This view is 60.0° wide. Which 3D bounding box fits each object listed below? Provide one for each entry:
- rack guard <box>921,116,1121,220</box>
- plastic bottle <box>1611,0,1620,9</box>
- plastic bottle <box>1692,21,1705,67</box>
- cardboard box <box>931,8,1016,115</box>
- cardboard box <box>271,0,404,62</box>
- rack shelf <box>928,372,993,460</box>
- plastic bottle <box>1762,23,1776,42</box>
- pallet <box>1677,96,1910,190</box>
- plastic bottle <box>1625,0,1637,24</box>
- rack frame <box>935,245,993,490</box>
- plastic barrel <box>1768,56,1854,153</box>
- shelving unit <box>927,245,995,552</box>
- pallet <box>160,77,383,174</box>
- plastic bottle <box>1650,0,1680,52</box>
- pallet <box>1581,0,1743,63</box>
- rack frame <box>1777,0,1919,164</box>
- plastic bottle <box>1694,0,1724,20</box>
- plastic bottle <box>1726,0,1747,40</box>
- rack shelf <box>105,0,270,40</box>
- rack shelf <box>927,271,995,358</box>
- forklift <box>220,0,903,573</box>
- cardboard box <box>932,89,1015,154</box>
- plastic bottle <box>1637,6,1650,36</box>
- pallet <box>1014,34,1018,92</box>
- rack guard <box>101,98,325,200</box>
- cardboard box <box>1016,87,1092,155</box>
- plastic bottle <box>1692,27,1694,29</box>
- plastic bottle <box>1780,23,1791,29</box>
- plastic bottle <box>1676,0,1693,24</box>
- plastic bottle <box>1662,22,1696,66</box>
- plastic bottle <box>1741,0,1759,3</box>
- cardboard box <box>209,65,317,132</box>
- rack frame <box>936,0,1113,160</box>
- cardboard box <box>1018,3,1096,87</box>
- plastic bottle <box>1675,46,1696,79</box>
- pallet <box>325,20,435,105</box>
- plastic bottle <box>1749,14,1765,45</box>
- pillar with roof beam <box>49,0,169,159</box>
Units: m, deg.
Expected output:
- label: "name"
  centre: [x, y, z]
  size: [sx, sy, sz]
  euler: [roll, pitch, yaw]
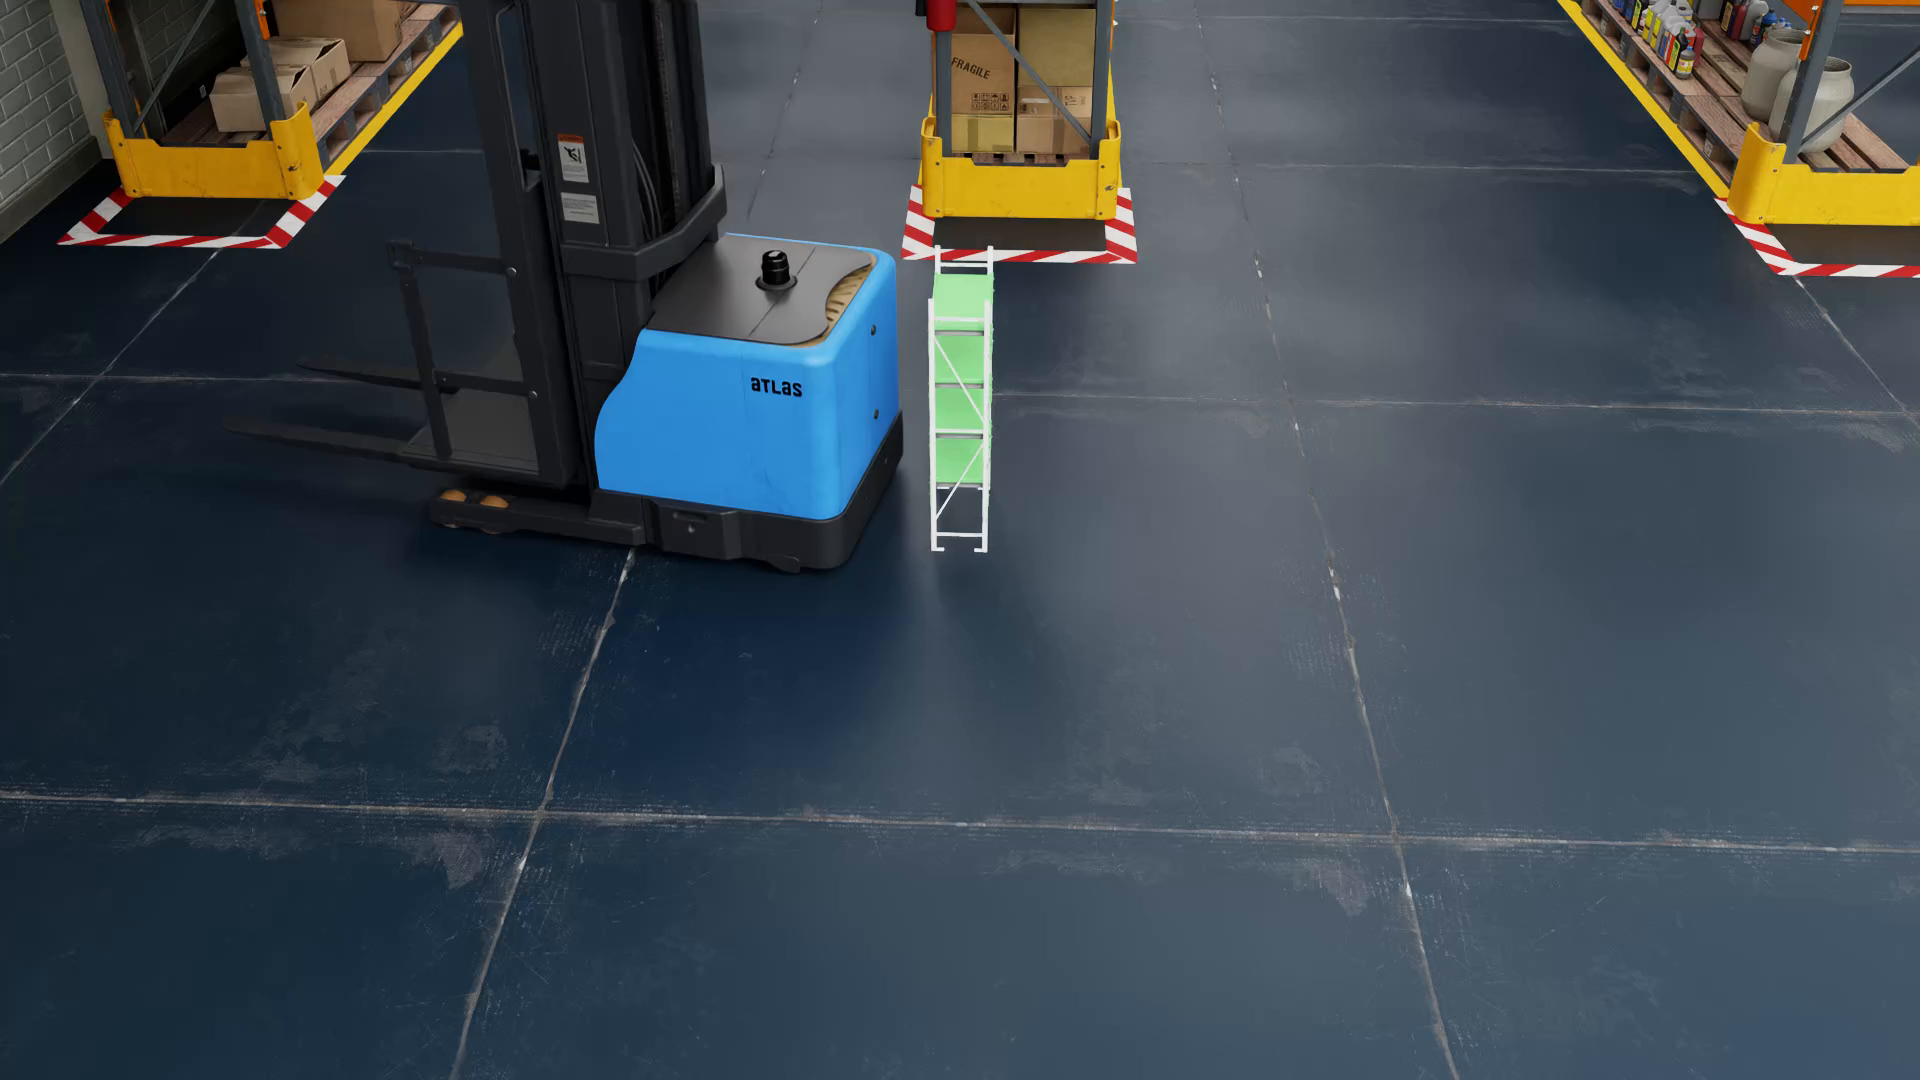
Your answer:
- label: "rack guard"
  centre: [0.361, -2.238, 9.999]
  size: [1.175, 0.500, 0.348]
  euler: [1, 35, 2]
- label: "plastic bottle"
  centre: [5.036, -4.162, 12.549]
  size: [0.152, 0.276, 0.135]
  euler: [3, 35, 4]
- label: "plastic bottle"
  centre: [5.091, -3.434, 11.507]
  size: [0.061, 0.283, 0.133]
  euler: [1, 35, 2]
- label: "cardboard box"
  centre: [0.087, -2.943, 10.202]
  size: [0.500, 0.500, 0.500]
  euler: [1, 35, 2]
- label: "cardboard box"
  centre: [-4.367, -3.687, 11.679]
  size: [0.700, 0.500, 0.500]
  euler: [-1, 35, -1]
- label: "rack shelf"
  centre: [0.007, -0.534, 7.077]
  size: [0.258, 0.148, 0.480]
  euler: [1, 35, 2]
- label: "plastic bottle"
  centre: [5.717, -3.538, 11.727]
  size: [0.097, 0.201, 0.097]
  euler: [0, 35, 0]
- label: "pallet"
  centre: [5.306, -2.528, 10.664]
  size: [1.003, 0.211, 1.213]
  euler: [1, 35, 2]
- label: "plastic bottle"
  centre: [5.018, -3.989, 12.239]
  size: [0.144, 0.351, 0.185]
  euler: [0, 35, 0]
- label: "rack frame"
  centre: [0.016, -0.726, 7.240]
  size: [0.240, 1.200, 0.015]
  euler: [1, 35, 2]
- label: "plastic barrel"
  centre: [5.262, -2.691, 10.269]
  size: [0.421, 0.512, 0.421]
  euler: [0, 35, 0]
- label: "shelving unit"
  centre: [0.007, -0.586, 7.040]
  size: [0.258, 1.200, 0.503]
  euler: [1, 35, 2]
- label: "pallet"
  centre: [-4.517, -2.755, 10.987]
  size: [1.003, 0.211, 1.213]
  euler: [1, 35, 2]
- label: "plastic bottle"
  centre: [4.993, -3.638, 11.739]
  size: [0.144, 0.351, 0.185]
  euler: [3, 35, 4]
- label: "pallet"
  centre: [5.404, -3.930, 12.658]
  size: [1.003, 0.211, 1.213]
  euler: [1, 35, 2]
- label: "rack frame"
  centre: [5.312, -3.158, 9.134]
  size: [1.000, 3.000, 0.127]
  euler: [1, 35, 2]
- label: "plastic bottle"
  centre: [5.578, -4.023, 12.352]
  size: [0.152, 0.276, 0.135]
  euler: [1, 35, 2]
- label: "plastic bottle"
  centre: [5.597, -3.761, 11.972]
  size: [0.061, 0.283, 0.133]
  euler: [1, 35, 2]
- label: "rack shelf"
  centre: [-4.507, -4.241, 11.301]
  size: [1.077, 0.370, 4.000]
  euler: [1, 35, 2]
- label: "rack shelf"
  centre: [0.007, -0.926, 6.801]
  size: [0.258, 0.148, 0.480]
  euler: [1, 35, 2]
- label: "forklift"
  centre: [-1.837, -1.510, 6.849]
  size: [3.031, 2.935, 1.130]
  euler: [8, 36, 12]
- label: "cardboard box"
  centre: [0.089, -2.636, 10.418]
  size: [0.500, 0.250, 0.500]
  euler: [1, 35, 2]
- label: "plastic bottle"
  centre: [4.983, -3.766, 12.051]
  size: [0.097, 0.201, 0.097]
  euler: [0, 35, 0]
- label: "pallet"
  centre: [0.403, -3.273, 11.723]
  size: [1.003, 0.211, 1.213]
  euler: [1, 35, 2]
- label: "rack guard"
  centre: [-4.584, -2.407, 10.241]
  size: [1.175, 0.500, 0.348]
  euler: [1, 35, 2]
- label: "cardboard box"
  centre: [0.606, -2.624, 10.401]
  size: [0.500, 0.250, 0.500]
  euler: [1, 35, 2]
- label: "plastic bottle"
  centre: [5.116, -3.490, 11.658]
  size: [0.097, 0.201, 0.097]
  euler: [0, 35, 0]
- label: "plastic bottle"
  centre: [5.709, -3.453, 11.544]
  size: [0.097, 0.271, 0.097]
  euler: [0, 35, 0]
- label: "plastic bottle"
  centre: [5.150, -3.725, 11.928]
  size: [0.152, 0.276, 0.135]
  euler: [1, 35, 2]
- label: "plastic bottle"
  centre: [4.985, -3.433, 11.512]
  size: [0.152, 0.276, 0.135]
  euler: [2, 35, 2]
- label: "plastic bottle"
  centre: [5.714, -3.879, 12.082]
  size: [0.144, 0.351, 0.185]
  euler: [1, 35, 2]
- label: "cardboard box"
  centre: [-4.470, -2.862, 10.669]
  size: [0.500, 0.311, 0.500]
  euler: [-2, 35, -3]
- label: "rack frame"
  centre: [0.362, -3.274, 9.300]
  size: [1.000, 3.000, 0.127]
  euler: [1, 35, 2]
- label: "cardboard box"
  centre: [0.624, -3.218, 10.594]
  size: [0.500, 0.500, 0.500]
  euler: [1, 35, 2]
- label: "plastic bottle"
  centre: [4.947, -3.258, 11.328]
  size: [0.097, 0.201, 0.097]
  euler: [0, 35, 0]
- label: "pallet"
  centre: [-4.465, -3.454, 11.981]
  size: [1.003, 0.211, 1.213]
  euler: [1, 35, 2]
- label: "plastic bottle"
  centre: [5.726, -3.657, 11.895]
  size: [0.097, 0.201, 0.097]
  euler: [0, 35, 0]
- label: "pillar with roof beam"
  centre: [-1.122, -6.164, 8.194]
  size: [9.100, 9.000, 0.400]
  euler: [1, 35, 2]
